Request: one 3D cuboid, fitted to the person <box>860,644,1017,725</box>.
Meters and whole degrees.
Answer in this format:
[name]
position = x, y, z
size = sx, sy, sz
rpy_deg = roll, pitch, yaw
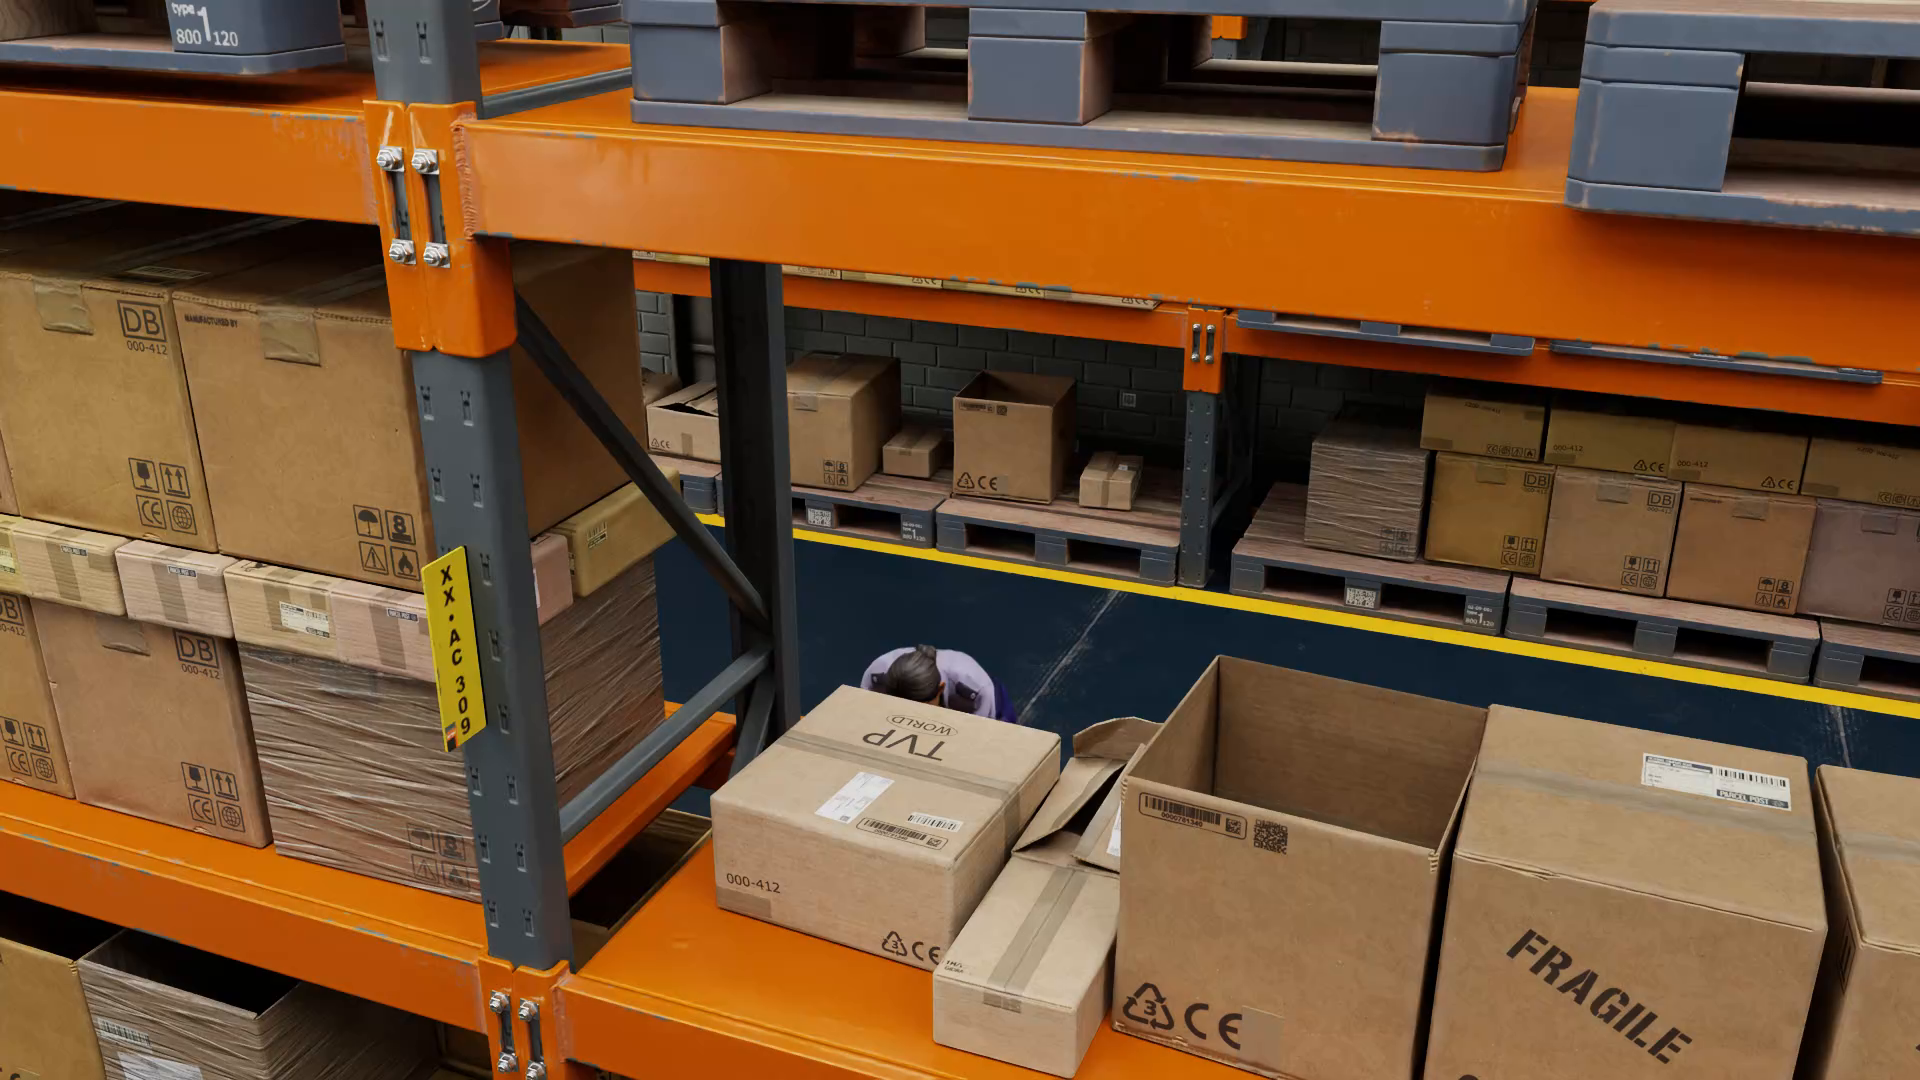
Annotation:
[person]
position = -0.094, 0.679, 5.418
size = 0.510, 0.940, 0.854
rpy_deg = 8, 24, 19
